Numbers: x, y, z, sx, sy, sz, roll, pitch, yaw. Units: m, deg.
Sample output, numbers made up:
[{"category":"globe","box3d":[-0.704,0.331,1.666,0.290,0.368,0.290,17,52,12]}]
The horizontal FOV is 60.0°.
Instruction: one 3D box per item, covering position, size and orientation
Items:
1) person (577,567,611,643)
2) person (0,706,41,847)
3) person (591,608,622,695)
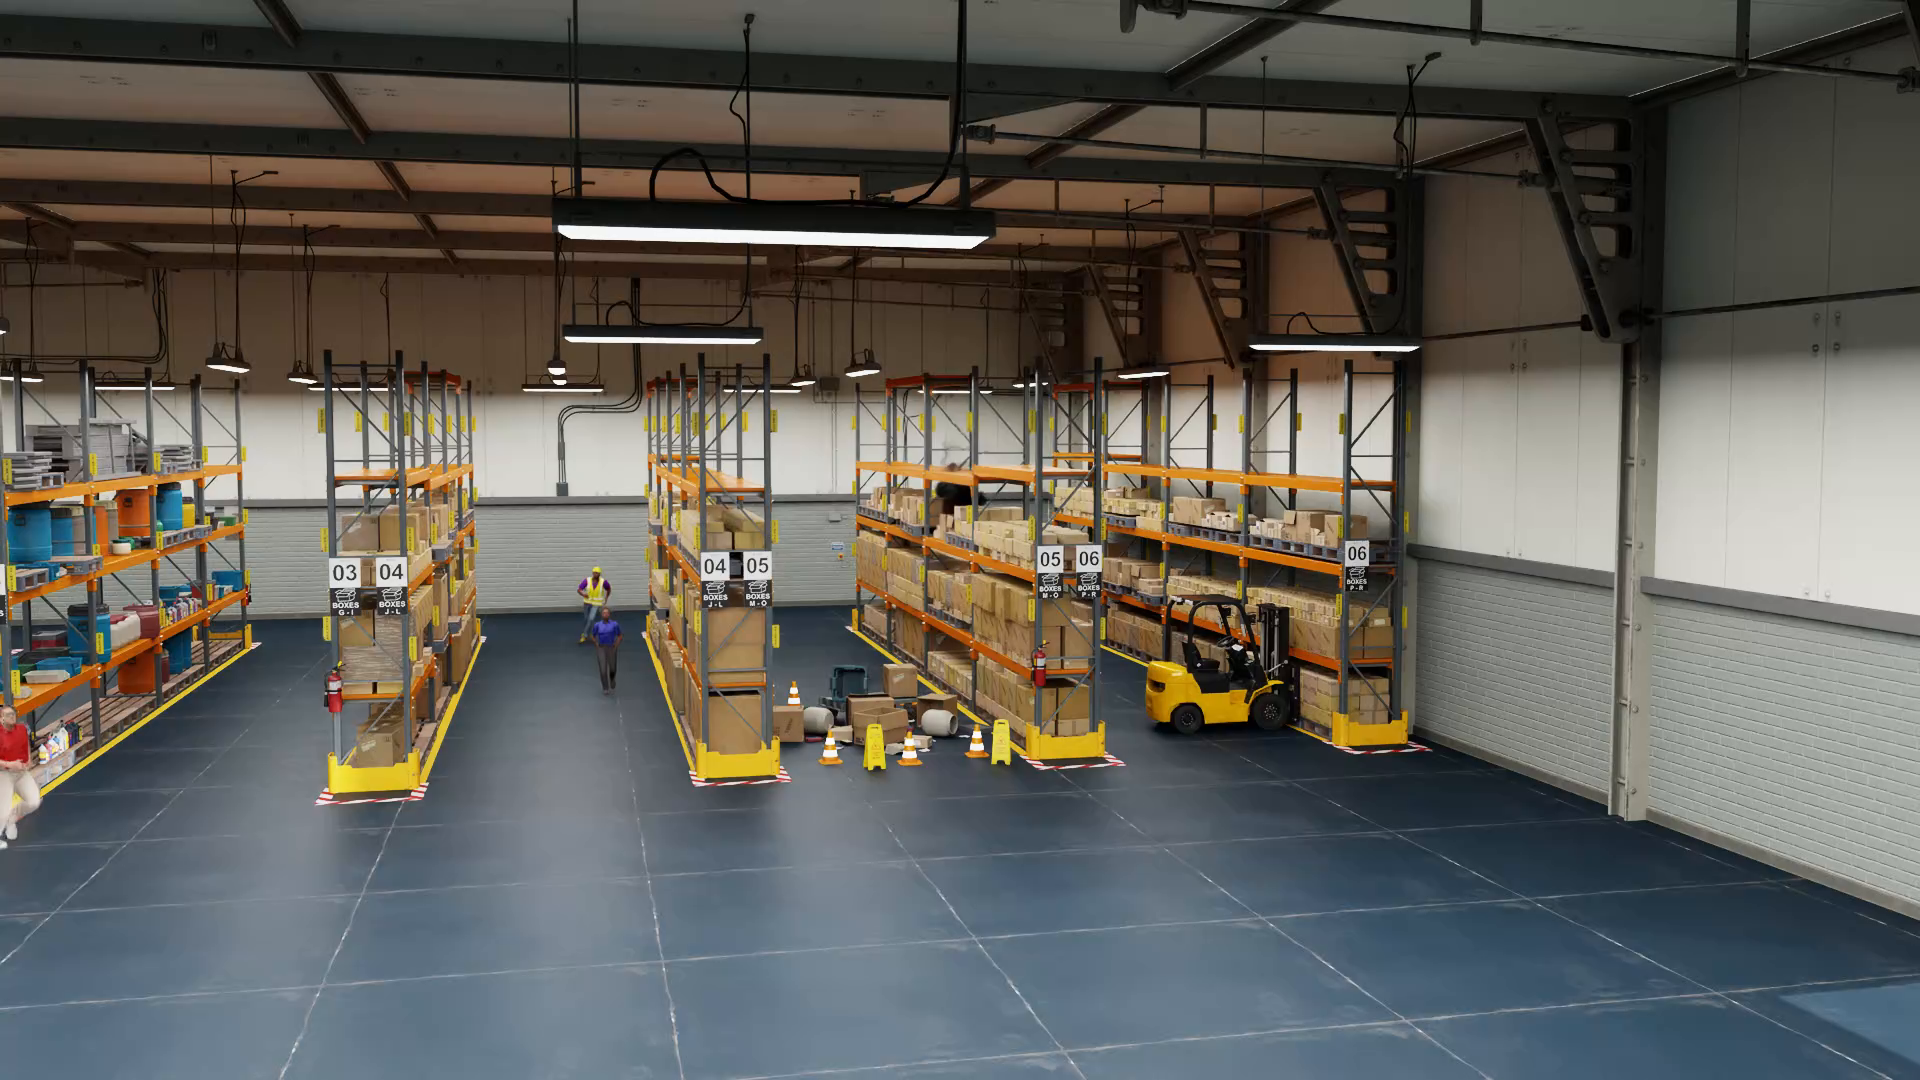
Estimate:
[{"category":"person","box3d":[-8.430,1.468,38.343,0.755,1.709,1.001,-1,4,-13]},{"category":"person","box3d":[-11.176,2.790,19.637,0.749,1.682,0.692,2,4,26]},{"category":"person","box3d":[-6.556,2.055,30.827,0.573,1.604,0.583,-1,4,-12]}]
